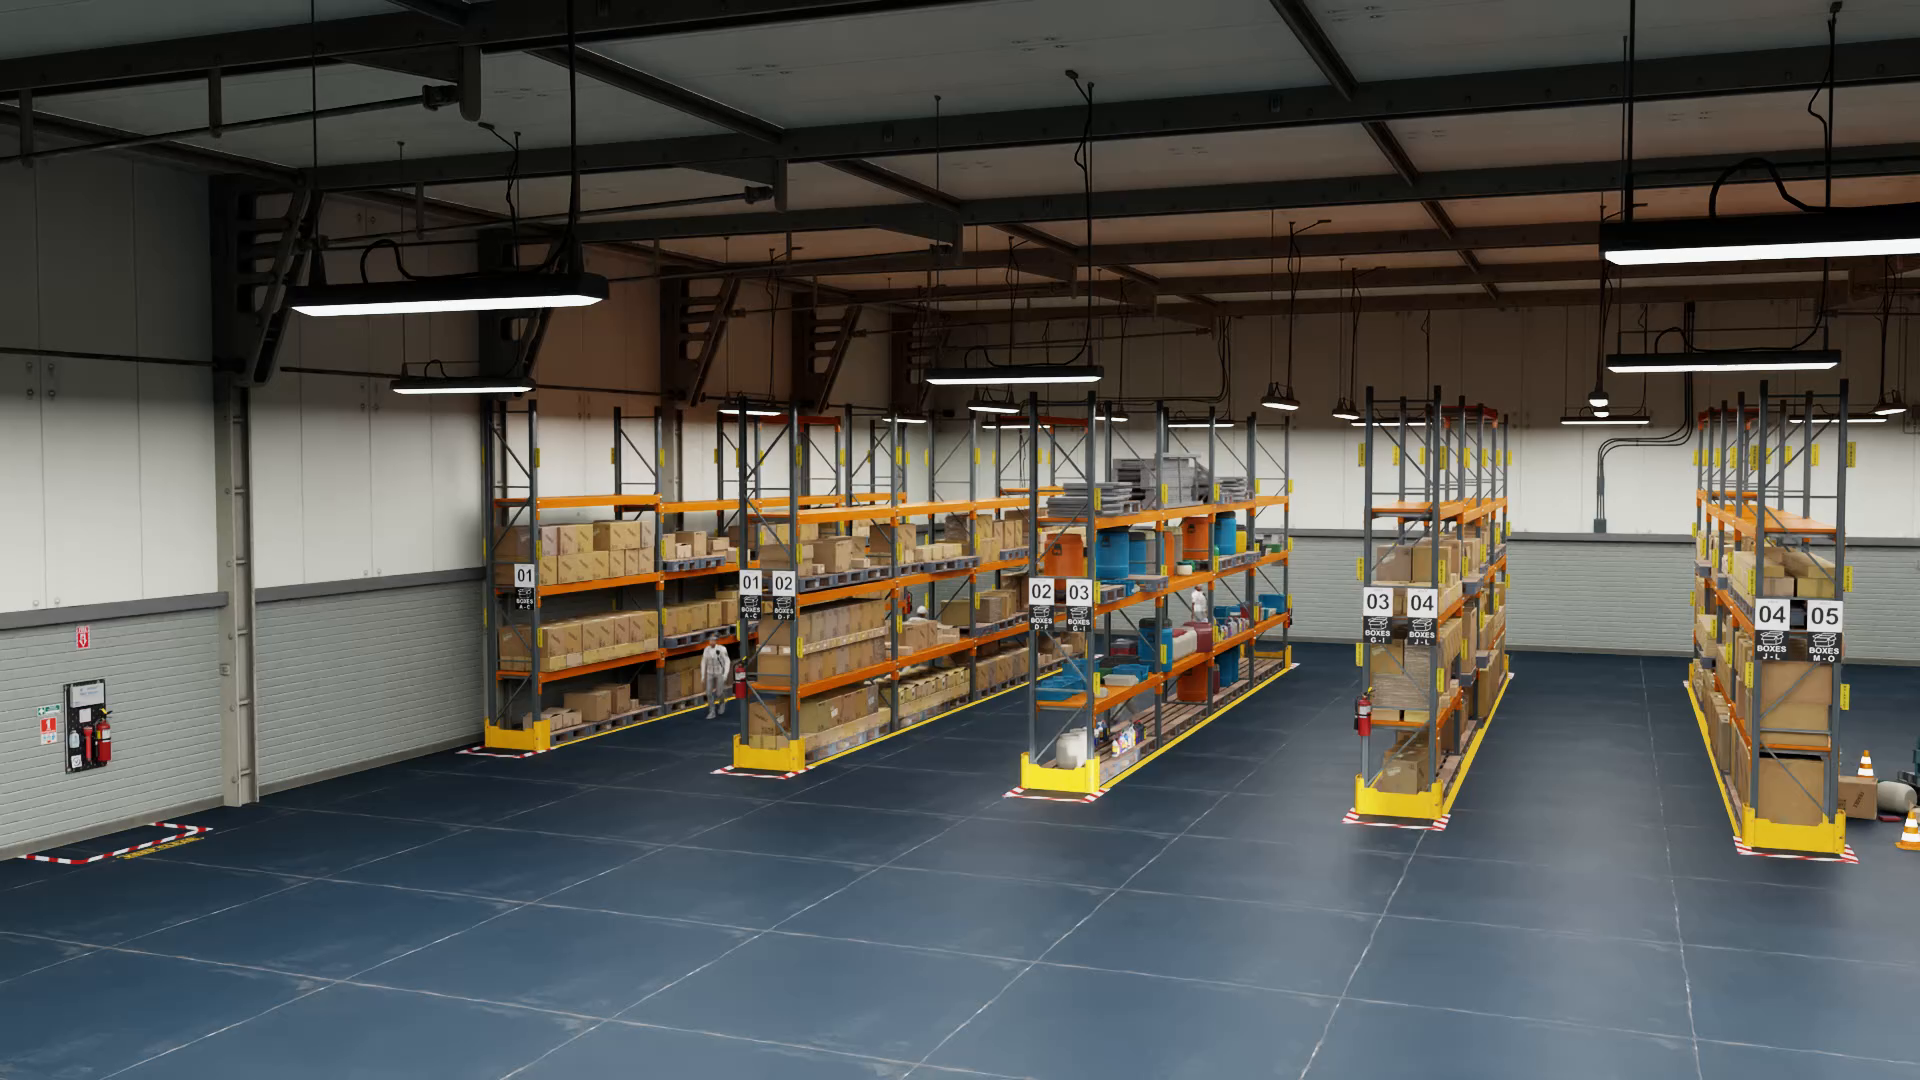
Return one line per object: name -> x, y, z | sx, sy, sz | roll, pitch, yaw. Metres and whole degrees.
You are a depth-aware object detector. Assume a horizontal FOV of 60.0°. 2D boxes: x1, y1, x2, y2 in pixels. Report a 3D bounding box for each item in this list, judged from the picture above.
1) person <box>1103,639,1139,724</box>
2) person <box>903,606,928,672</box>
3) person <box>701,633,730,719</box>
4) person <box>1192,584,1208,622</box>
person -> 2.989, 2.650, 31.029 | 1.049, 1.605, 0.509 | -2, 3, -31
person -> -0.970, 2.332, 36.413 | 0.610, 1.756, 0.718 | 1, 3, 23
person -> -4.713, 2.601, 32.146 | 0.583, 1.659, 0.549 | 1, 3, 12
person -> 6.450, 1.940, 45.131 | 0.487, 1.667, 0.769 | -2, 4, -41
